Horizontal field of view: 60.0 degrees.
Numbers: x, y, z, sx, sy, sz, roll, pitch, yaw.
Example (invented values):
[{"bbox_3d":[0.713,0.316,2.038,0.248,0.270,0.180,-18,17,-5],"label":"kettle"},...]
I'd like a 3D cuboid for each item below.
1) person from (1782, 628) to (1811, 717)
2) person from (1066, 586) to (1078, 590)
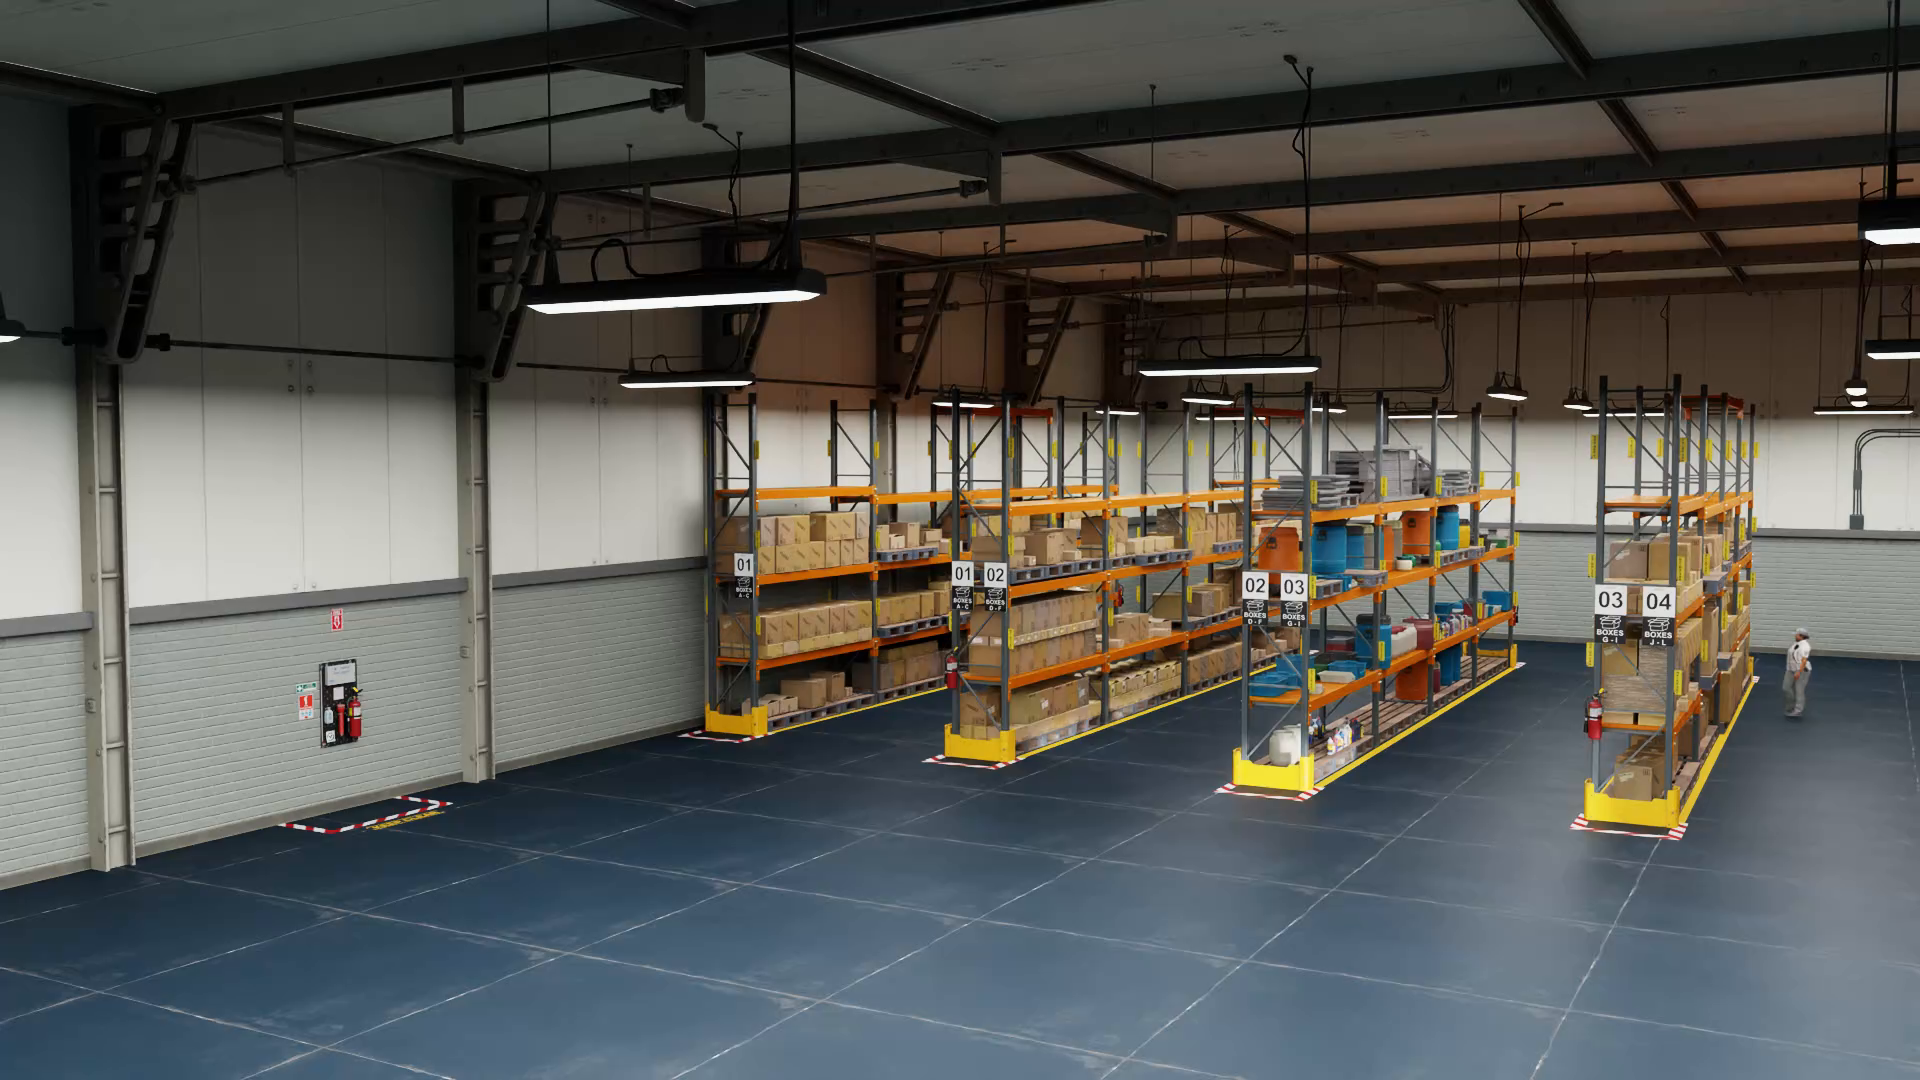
[{"bbox_3d":[15.770,2.523,31.334,0.433,1.738,0.533,-1,3,-15],"label":"person"},{"bbox_3d":[2.384,1.874,35.929,0.589,1.738,0.995,2,3,26],"label":"person"}]
